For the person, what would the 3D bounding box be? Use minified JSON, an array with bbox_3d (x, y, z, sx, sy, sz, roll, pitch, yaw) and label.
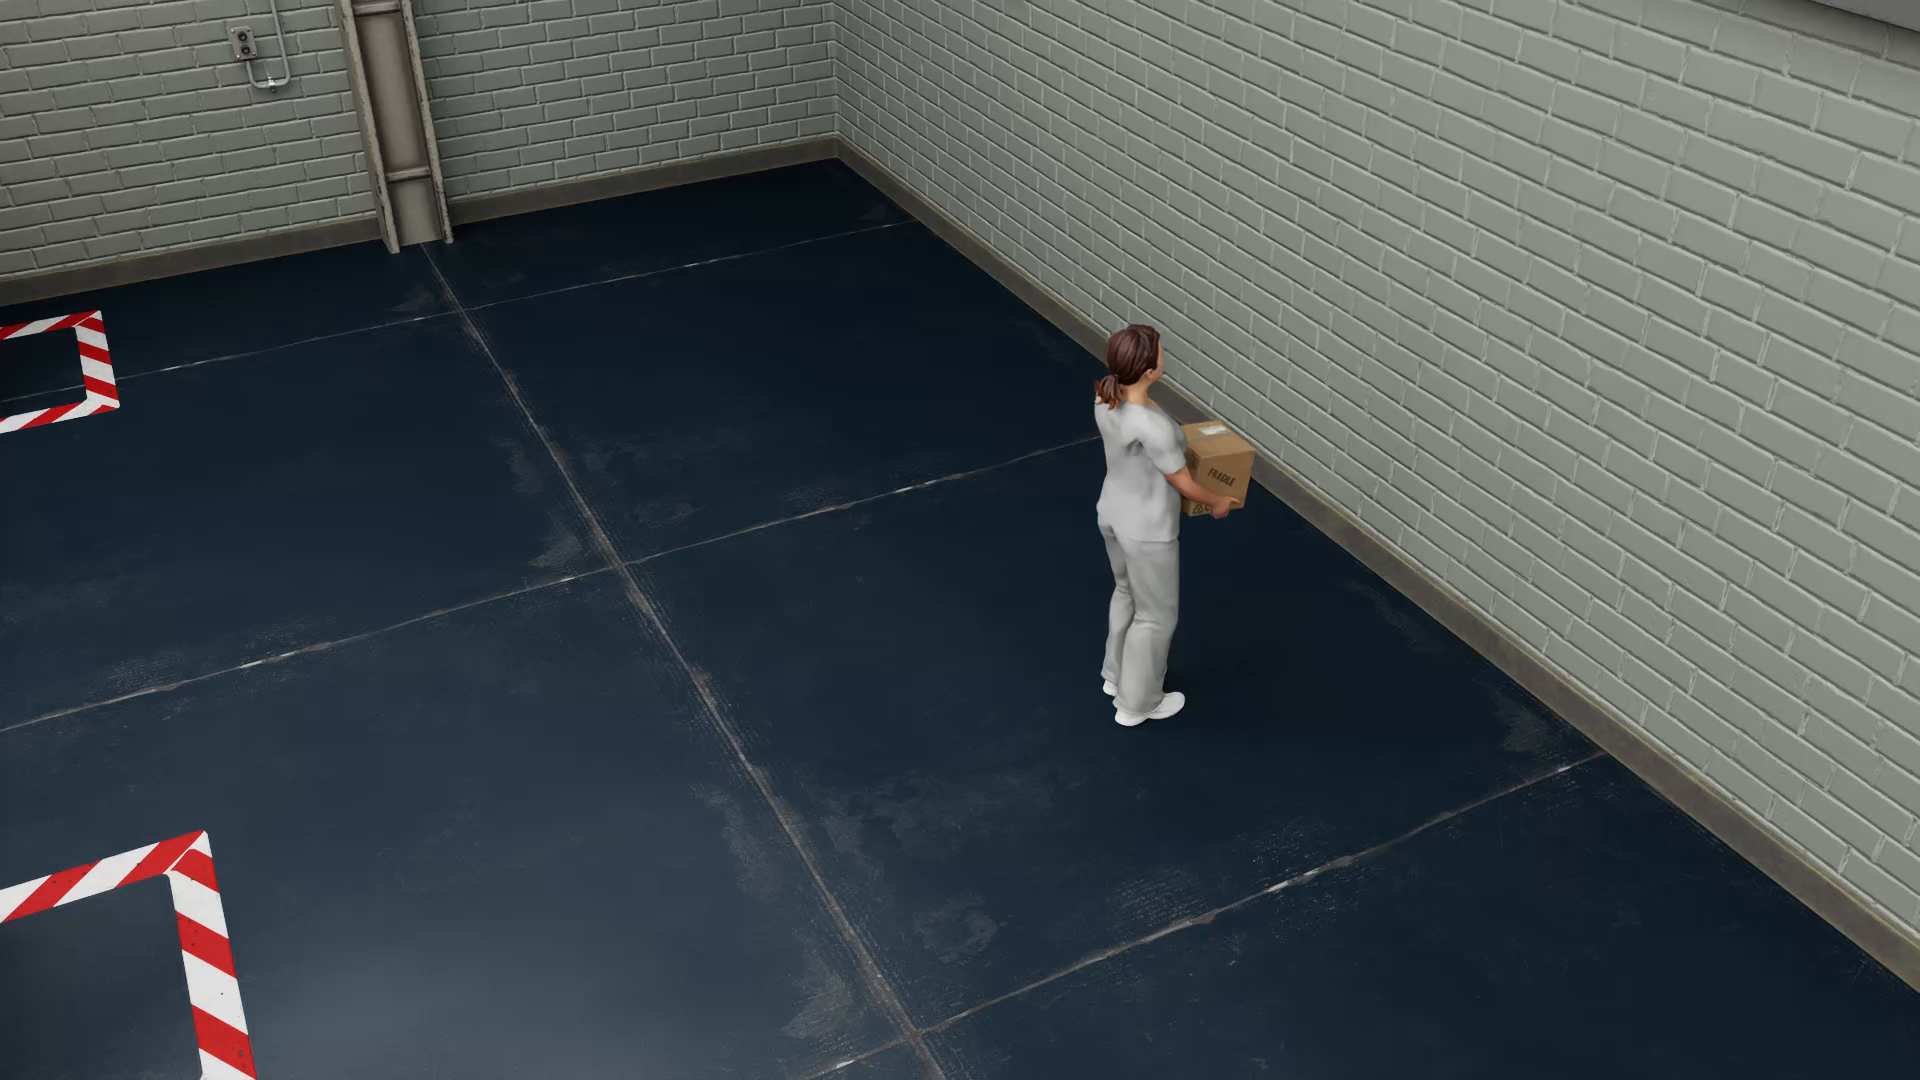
[{"bbox_3d":[0.734,-0.066,6.258,0.558,1.660,0.436,-15,36,-22],"label":"person"}]
